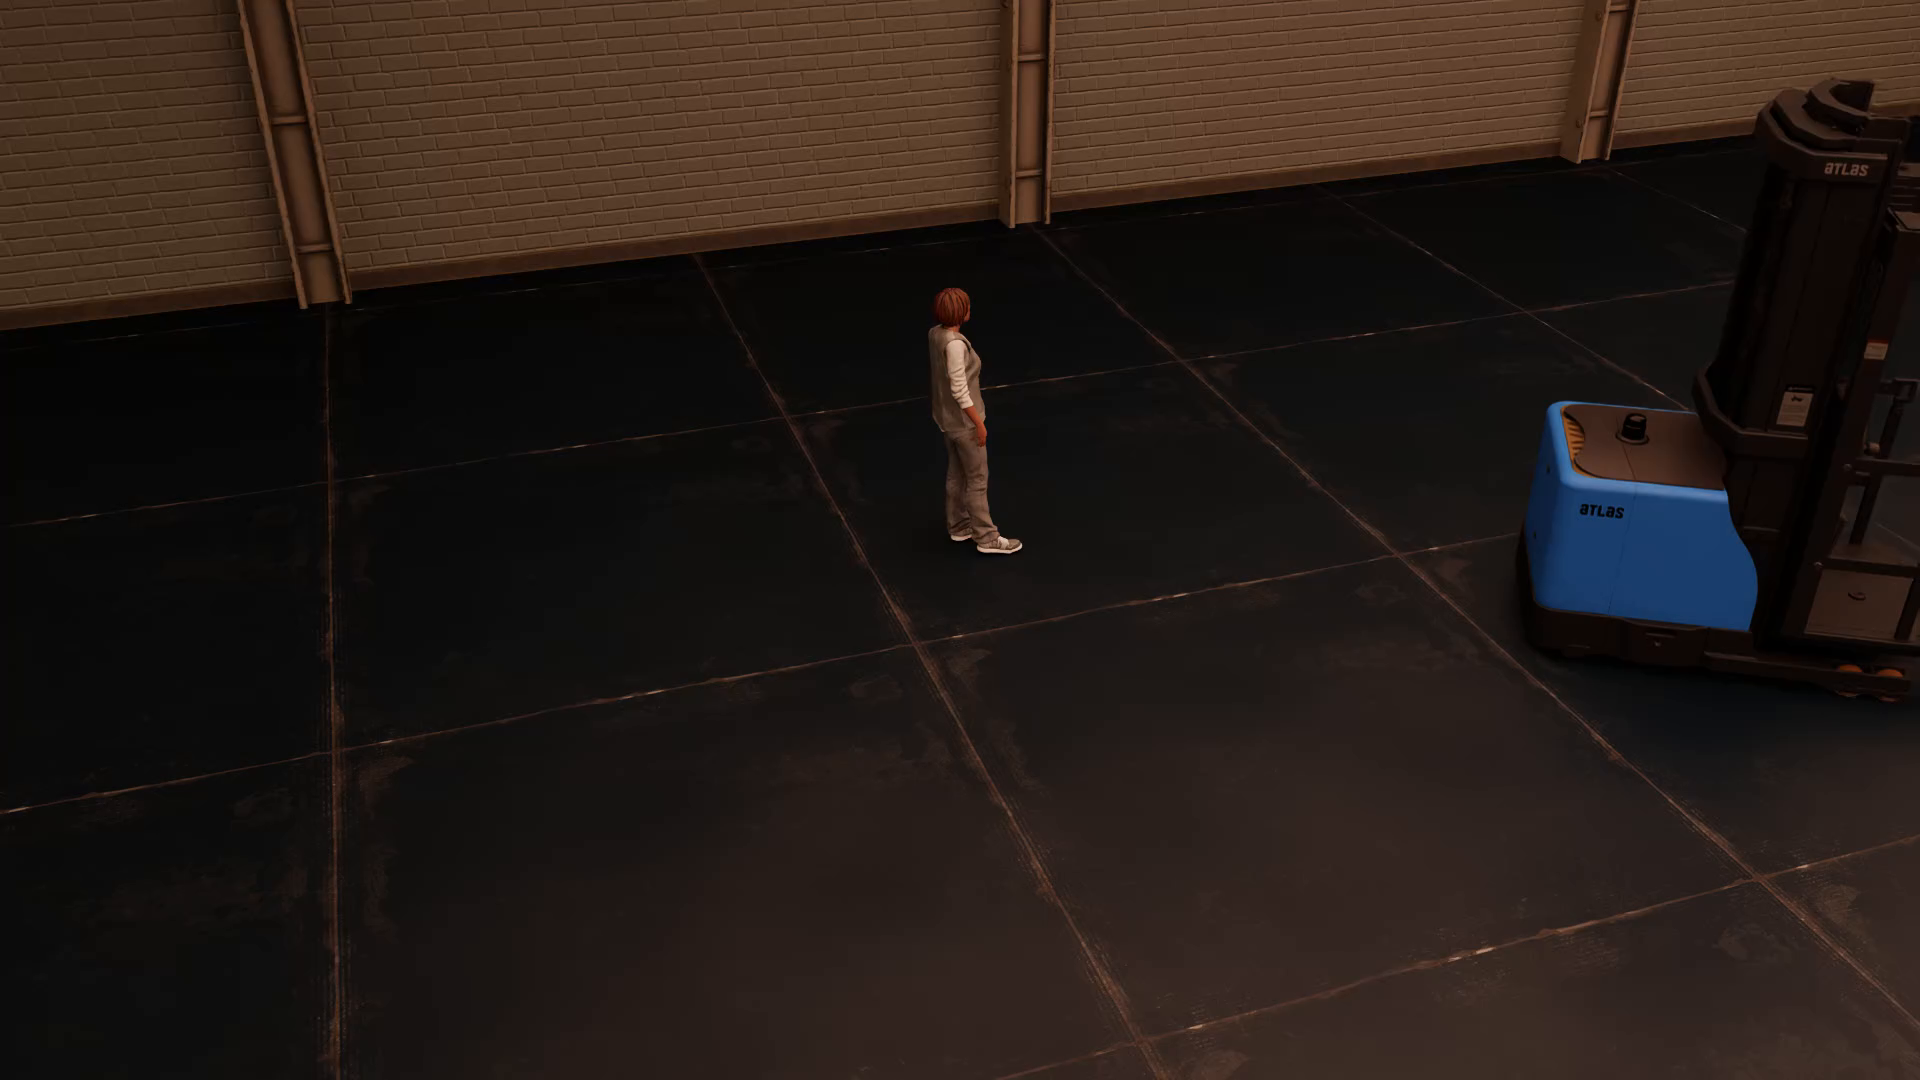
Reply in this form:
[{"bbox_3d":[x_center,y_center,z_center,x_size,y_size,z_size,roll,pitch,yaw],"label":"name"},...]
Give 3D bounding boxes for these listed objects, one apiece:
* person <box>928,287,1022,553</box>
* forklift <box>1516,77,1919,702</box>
[{"bbox_3d":[0.075,-0.701,9.635,0.473,1.592,0.520,-10,31,-16],"label":"person"},{"bbox_3d":[4.623,-0.727,8.351,3.031,2.935,1.130,6,31,11],"label":"forklift"}]
